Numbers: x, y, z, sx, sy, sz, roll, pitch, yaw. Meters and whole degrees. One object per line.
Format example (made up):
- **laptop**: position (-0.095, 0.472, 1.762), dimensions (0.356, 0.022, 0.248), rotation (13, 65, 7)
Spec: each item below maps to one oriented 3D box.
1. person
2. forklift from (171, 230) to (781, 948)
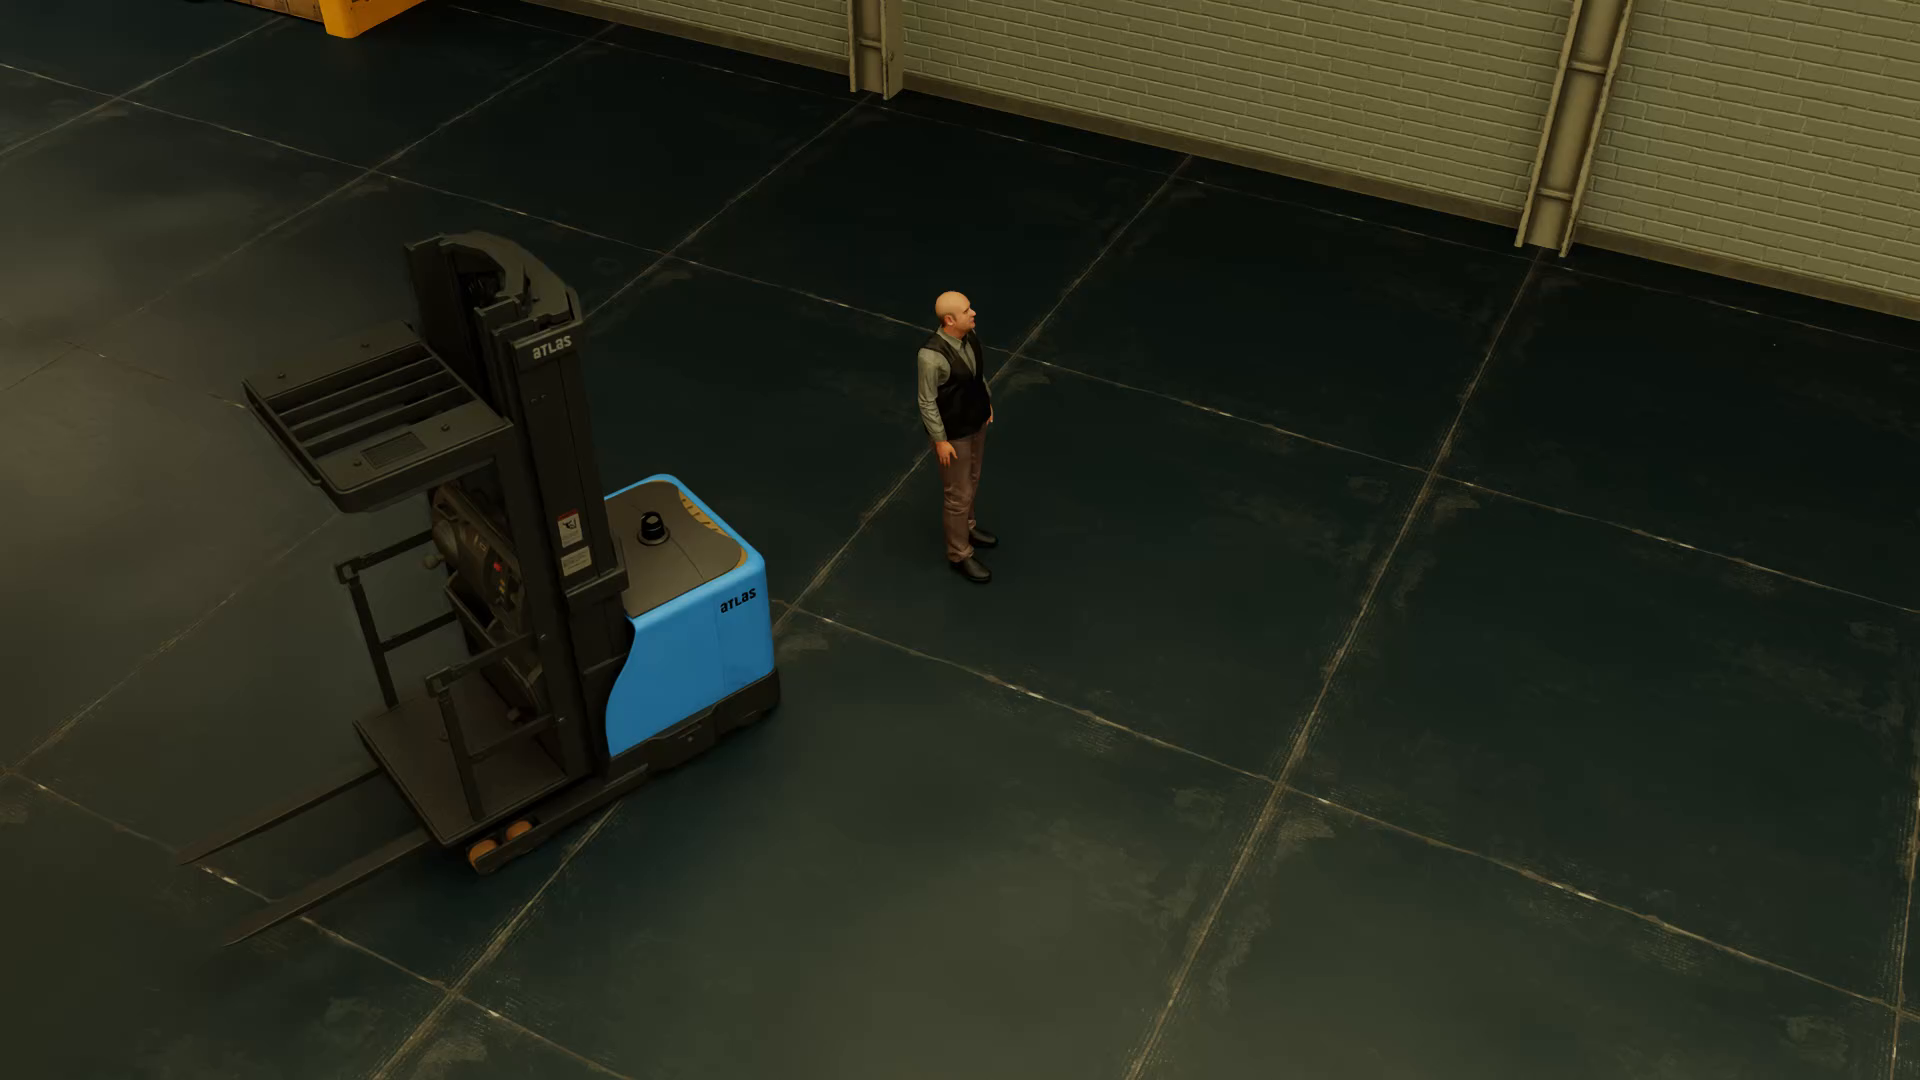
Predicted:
- **person**: position (0.053, -0.641, 9.676), dimensions (0.566, 1.722, 0.633), rotation (18, 43, 21)
- **forklift**: position (-2.449, 0.152, 7.806), dimensions (3.031, 2.935, 1.130), rotation (-27, 47, -29)
